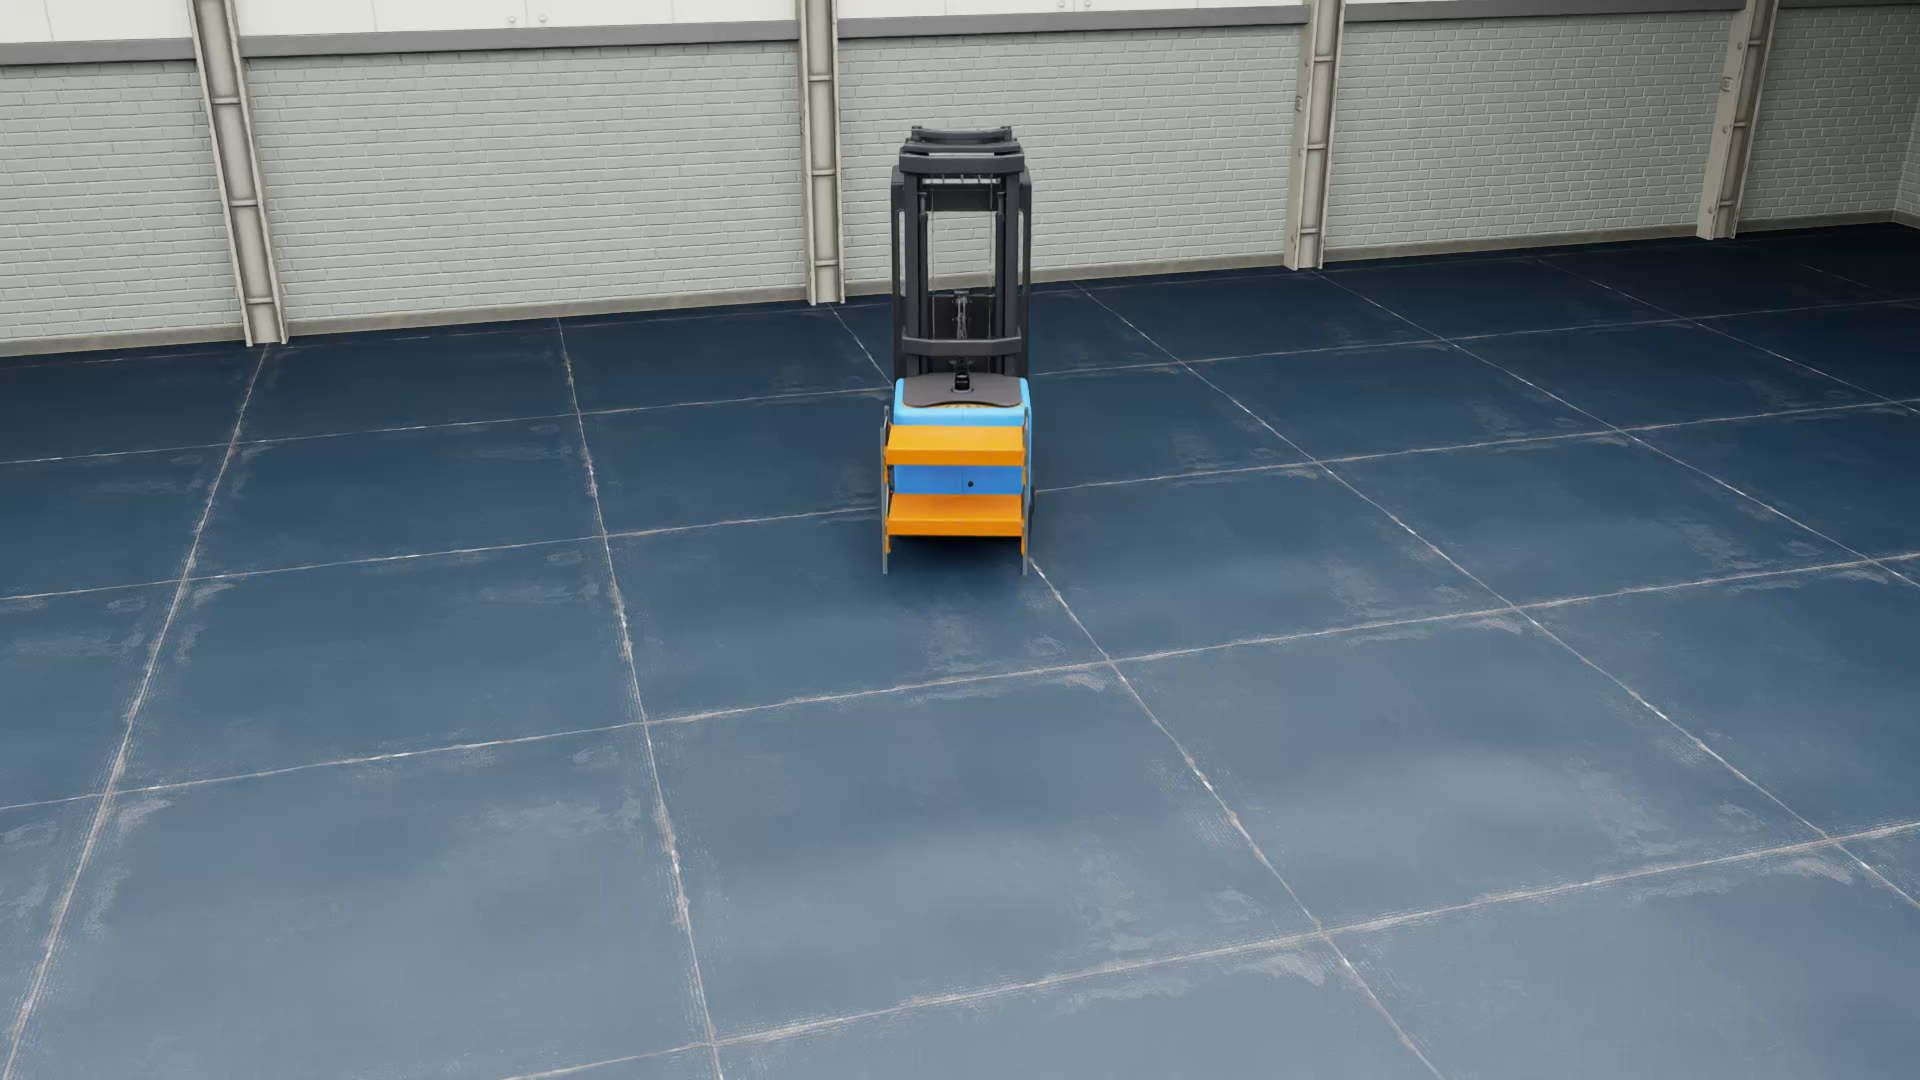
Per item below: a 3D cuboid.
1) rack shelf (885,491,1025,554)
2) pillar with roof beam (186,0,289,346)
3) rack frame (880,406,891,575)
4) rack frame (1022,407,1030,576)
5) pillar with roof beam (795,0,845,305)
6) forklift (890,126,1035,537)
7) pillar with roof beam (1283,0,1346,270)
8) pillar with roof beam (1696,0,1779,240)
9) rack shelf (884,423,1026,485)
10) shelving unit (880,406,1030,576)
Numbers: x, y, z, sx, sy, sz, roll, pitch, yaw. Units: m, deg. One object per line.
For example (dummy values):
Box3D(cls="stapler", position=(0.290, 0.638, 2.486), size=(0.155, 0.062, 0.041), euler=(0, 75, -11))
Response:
Box3D(cls="rack shelf", position=(-0.031, -0.131, 12.179), size=(1.000, 0.278, 0.538), euler=(1, 23, 1))
Box3D(cls="pillar with roof beam", position=(-6.156, -4.609, 12.009), size=(0.400, 9.000, 9.100), euler=(-6, 24, -14))
Box3D(cls="rack frame", position=(-0.539, -0.360, 12.094), size=(0.032, 1.125, 0.500), euler=(1, 23, 1))
Box3D(cls="rack frame", position=(0.478, -0.351, 12.072), size=(0.032, 1.125, 0.500), euler=(1, 23, 1))
Box3D(cls="pillar with roof beam", position=(-0.379, -5.248, 13.498), size=(0.400, 9.000, 9.100), euler=(-6, 24, -14))
Box3D(cls="forklift", position=(0.006, -1.898, 13.386), size=(1.130, 2.935, 3.031), euler=(0, 23, -1))
Box3D(cls="pillar with roof beam", position=(5.398, -5.887, 14.987), size=(0.400, 9.000, 9.100), euler=(-6, 24, -14))
Box3D(cls="pillar with roof beam", position=(11.175, -6.526, 16.477), size=(0.400, 9.000, 9.100), euler=(-6, 24, -14))
Box3D(cls="rack shelf", position=(-0.031, -0.625, 11.967), size=(1.000, 0.278, 0.538), euler=(1, 23, 1))
Box3D(cls="shelving unit", position=(-0.031, -0.356, 12.083), size=(1.048, 1.125, 0.538), euler=(1, 23, 1))
